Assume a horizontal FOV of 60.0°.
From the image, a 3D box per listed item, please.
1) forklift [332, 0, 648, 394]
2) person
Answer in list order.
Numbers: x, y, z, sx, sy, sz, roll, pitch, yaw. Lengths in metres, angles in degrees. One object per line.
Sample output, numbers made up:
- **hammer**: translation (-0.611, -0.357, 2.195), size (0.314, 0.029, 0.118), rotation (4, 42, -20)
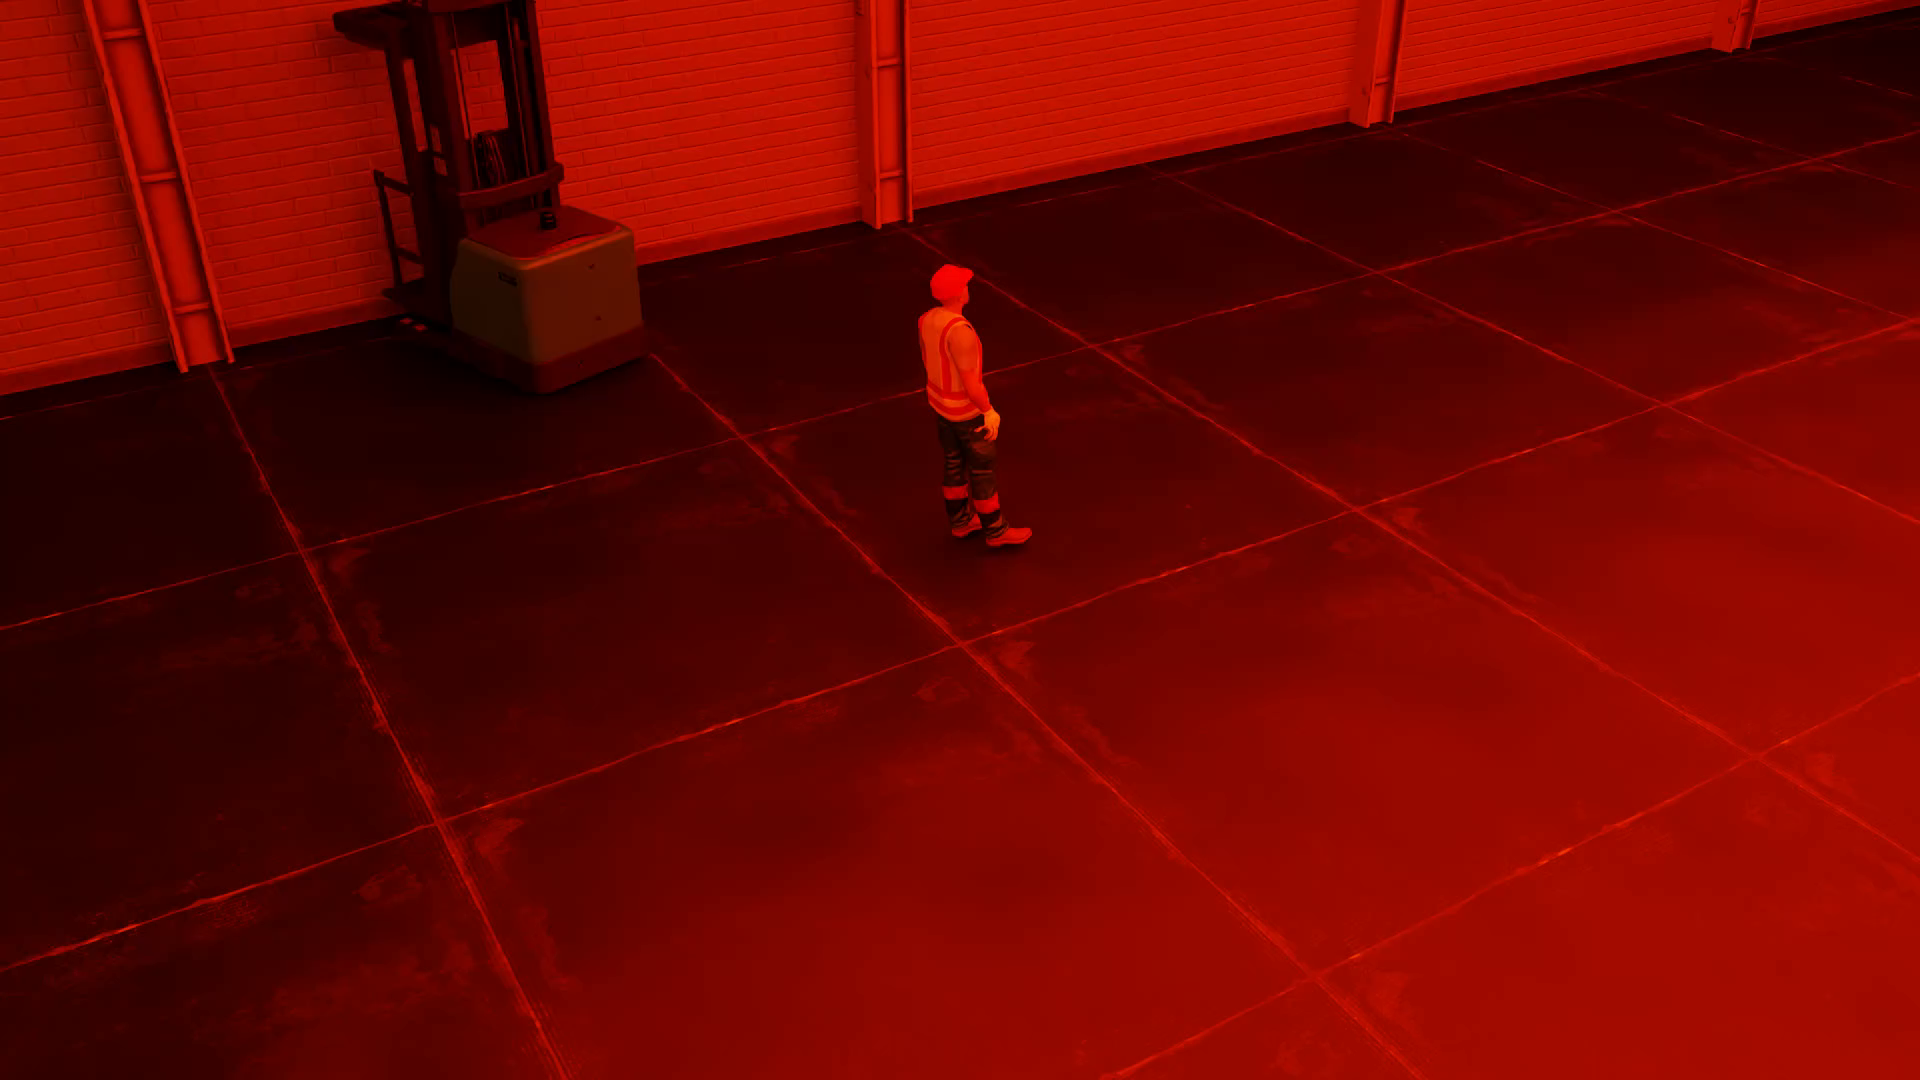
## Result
- **forklift**: translation (-3.837, -2.957, 12.585), size (3.031, 2.935, 1.130), rotation (24, 39, 35)
- **person**: translation (0.075, -0.824, 10.043), size (0.561, 1.789, 0.637), rotation (-17, 35, -26)
